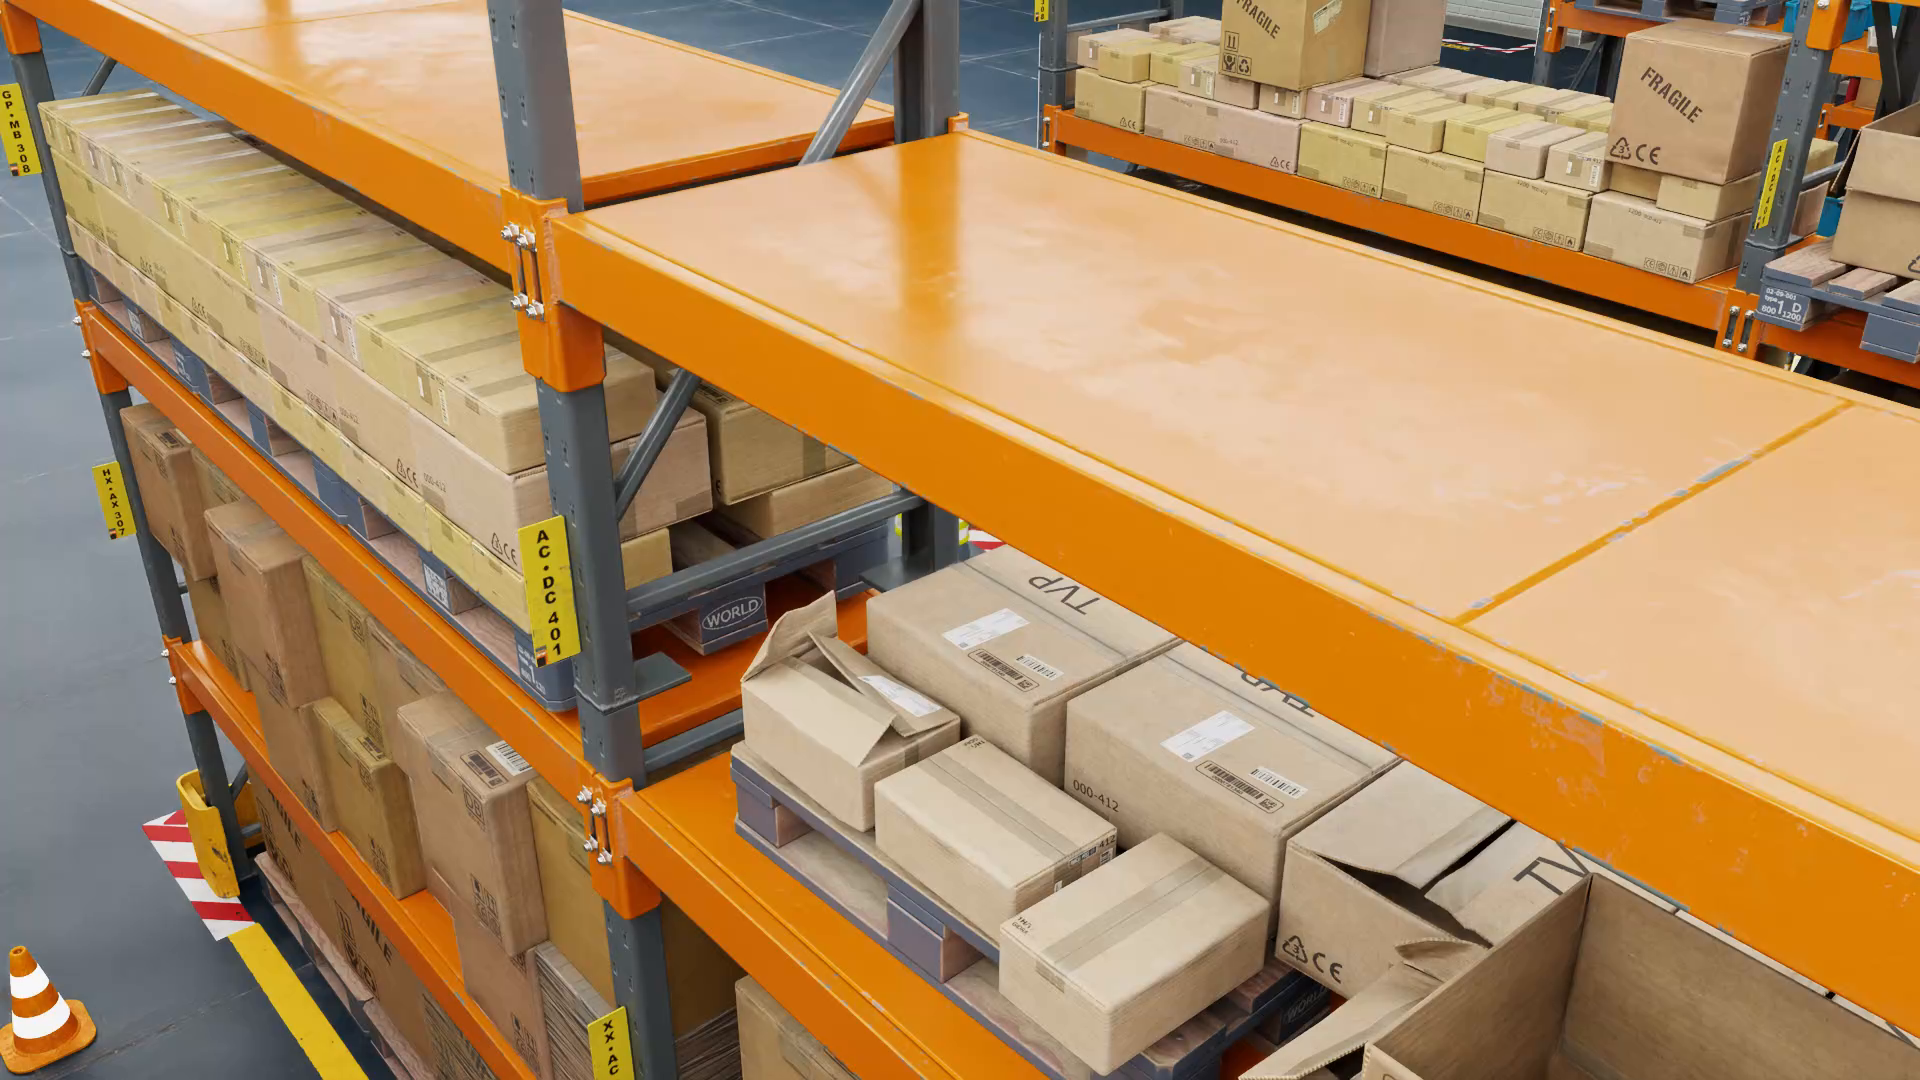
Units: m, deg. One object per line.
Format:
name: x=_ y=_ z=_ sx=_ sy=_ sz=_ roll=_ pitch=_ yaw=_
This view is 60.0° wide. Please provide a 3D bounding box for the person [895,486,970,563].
person: x=-0.075 y=-0.053 z=8.875 sx=0.577 sy=1.761 sz=0.502 roll=-22 pitch=35 yaw=-35
